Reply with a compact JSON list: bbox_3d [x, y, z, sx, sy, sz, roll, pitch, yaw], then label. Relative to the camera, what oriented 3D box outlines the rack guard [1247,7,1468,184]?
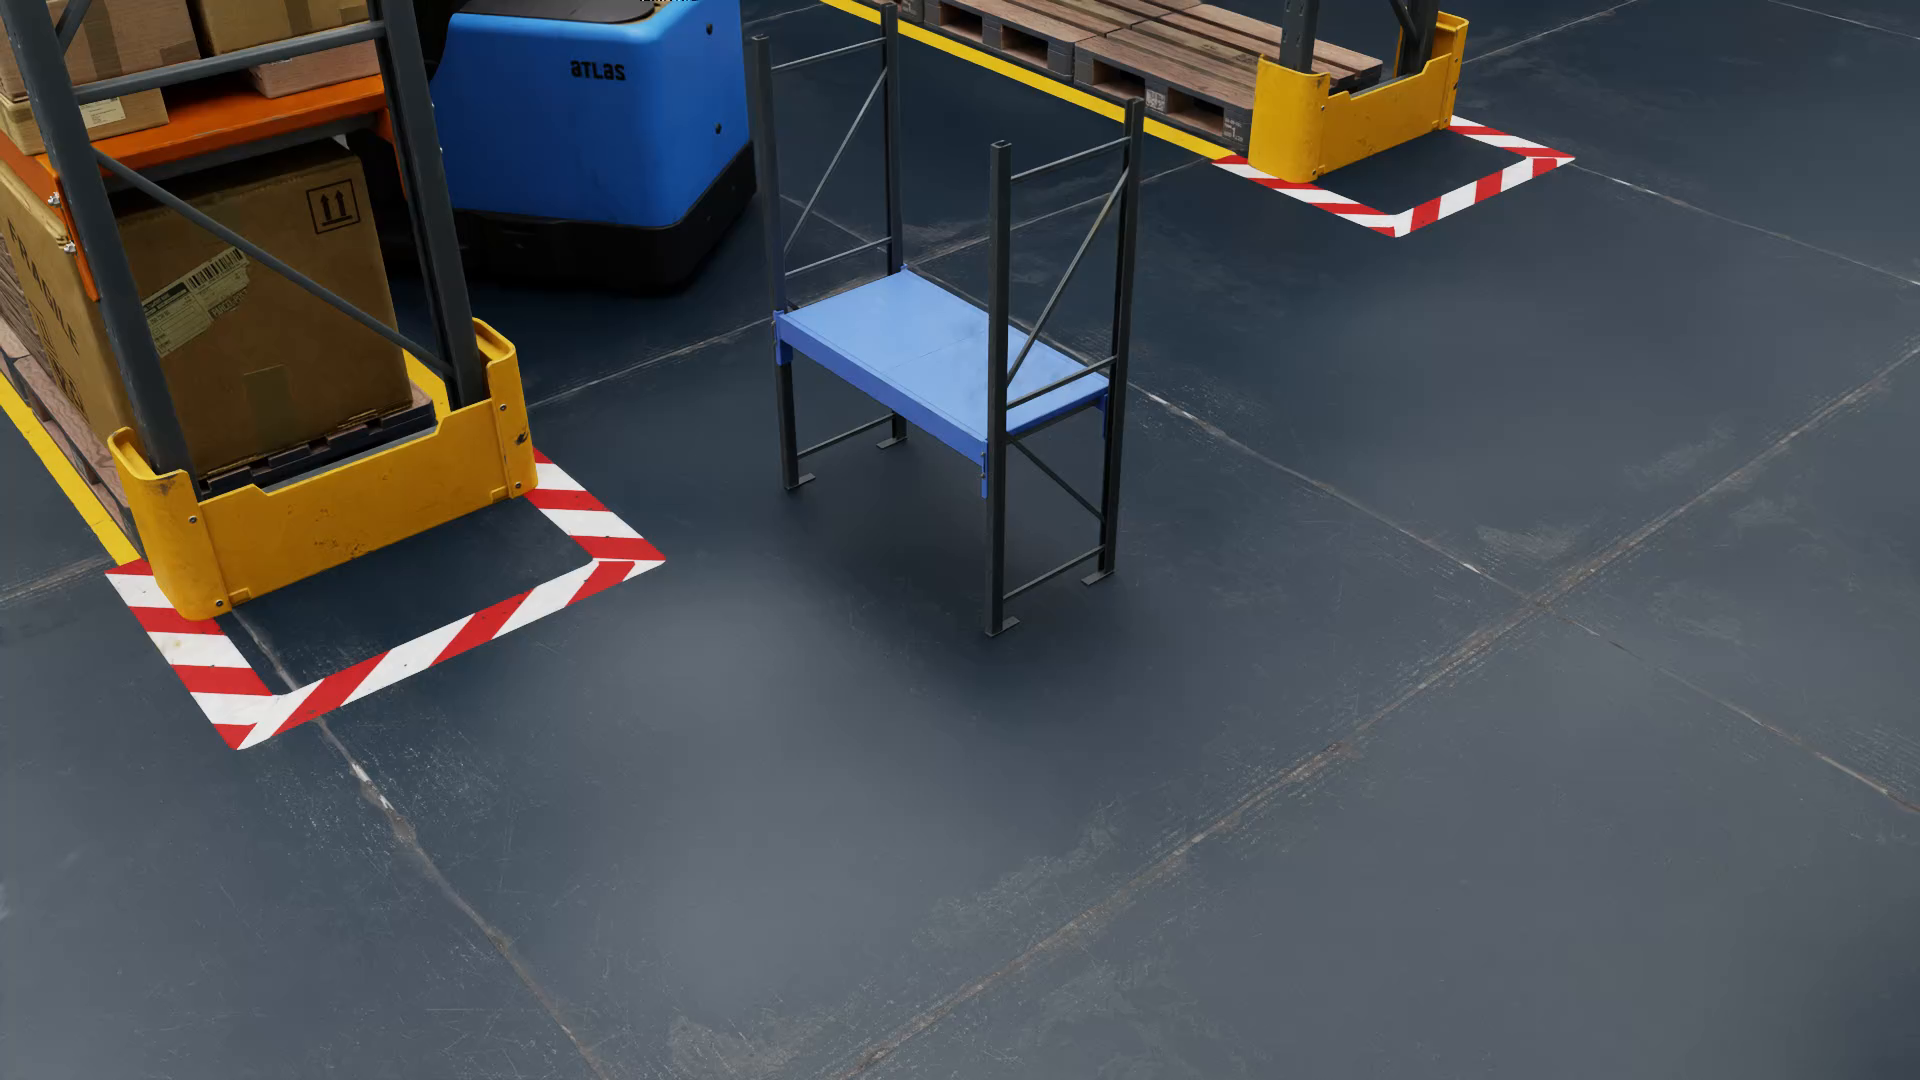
[{"bbox_3d":[1.865,-2.094,7.775,1.175,0.500,0.348,-26,43,-32],"label":"rack guard"}]

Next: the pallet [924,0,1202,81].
[{"bbox_3d":[0.554,-2.899,9.161,1.003,0.211,1.213,-26,43,-32],"label":"pallet"}]

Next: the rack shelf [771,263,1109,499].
[{"bbox_3d":[-0.055,-0.503,4.974,0.538,0.185,1.000,-26,43,-32],"label":"rack shelf"}]

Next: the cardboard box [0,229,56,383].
[{"bbox_3d":[-3.006,-1.232,5.869,0.875,0.875,0.875,-26,43,-32],"label":"cardboard box"}]

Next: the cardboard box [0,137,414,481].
[{"bbox_3d":[-2.418,-0.830,5.302,0.875,0.875,0.875,-26,43,-32],"label":"cardboard box"}]

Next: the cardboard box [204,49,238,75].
[{"bbox_3d":[-2.088,-1.563,5.079,0.380,0.149,0.250,-27,43,-32],"label":"cardboard box"}]

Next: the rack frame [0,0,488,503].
[{"bbox_3d":[-1.944,-1.273,4.452,1.000,3.000,0.127,-26,43,-32],"label":"rack frame"}]

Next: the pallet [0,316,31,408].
[{"bbox_3d":[-3.303,-0.997,6.475,1.003,0.211,1.213,-26,43,-32],"label":"pallet"}]

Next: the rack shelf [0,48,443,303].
[{"bbox_3d":[-3.235,-1.862,5.907,1.077,0.370,4.000,-26,43,-32],"label":"rack shelf"}]

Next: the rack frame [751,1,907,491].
[{"bbox_3d":[-0.383,-0.874,5.187,0.500,1.500,0.032,-26,43,-32],"label":"rack frame"}]

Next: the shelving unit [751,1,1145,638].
[{"bbox_3d":[-0.055,-0.650,4.870,0.538,1.500,1.048,-26,43,-32],"label":"shelving unit"}]

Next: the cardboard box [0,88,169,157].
[{"bbox_3d":[-2.426,-1.205,4.573,0.380,0.149,0.250,-25,42,-31],"label":"cardboard box"}]

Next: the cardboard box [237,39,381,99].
[{"bbox_3d":[-1.921,-1.450,4.920,0.380,0.149,0.250,-25,43,-31],"label":"cardboard box"}]

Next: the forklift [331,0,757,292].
[{"bbox_3d":[-2.462,-2.616,6.408,3.031,2.935,1.130,7,36,10],"label":"forklift"}]

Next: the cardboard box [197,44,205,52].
[{"bbox_3d":[-2.253,-1.676,5.238,0.380,0.149,0.250,-27,43,-33],"label":"cardboard box"}]

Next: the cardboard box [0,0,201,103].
[{"bbox_3d":[-2.460,-1.448,4.572,0.500,0.250,0.500,-27,43,-32],"label":"cardboard box"}]

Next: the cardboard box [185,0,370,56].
[{"bbox_3d":[-2.048,-1.646,4.851,0.500,0.250,0.500,-27,43,-33],"label":"cardboard box"}]

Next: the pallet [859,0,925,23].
[{"bbox_3d":[-0.238,-3.438,9.922,1.003,0.211,1.213,-26,43,-32],"label":"pallet"}]

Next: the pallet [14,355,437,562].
[{"bbox_3d":[-2.520,-0.459,5.715,1.003,0.211,1.213,-26,43,-32],"label":"pallet"}]

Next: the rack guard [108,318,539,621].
[{"bbox_3d":[-1.929,-0.242,5.160,1.175,0.500,0.348,-26,43,-32],"label":"rack guard"}]

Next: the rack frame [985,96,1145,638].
[{"bbox_3d":[0.273,-0.425,4.553,0.500,1.500,0.032,-26,43,-32],"label":"rack frame"}]

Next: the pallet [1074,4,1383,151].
[{"bbox_3d":[1.337,-2.361,8.401,1.003,0.211,1.213,-26,43,-32],"label":"pallet"}]

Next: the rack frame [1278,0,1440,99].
[{"bbox_3d":[1.839,-3.120,7.060,1.000,3.000,0.127,-26,43,-32],"label":"rack frame"}]
